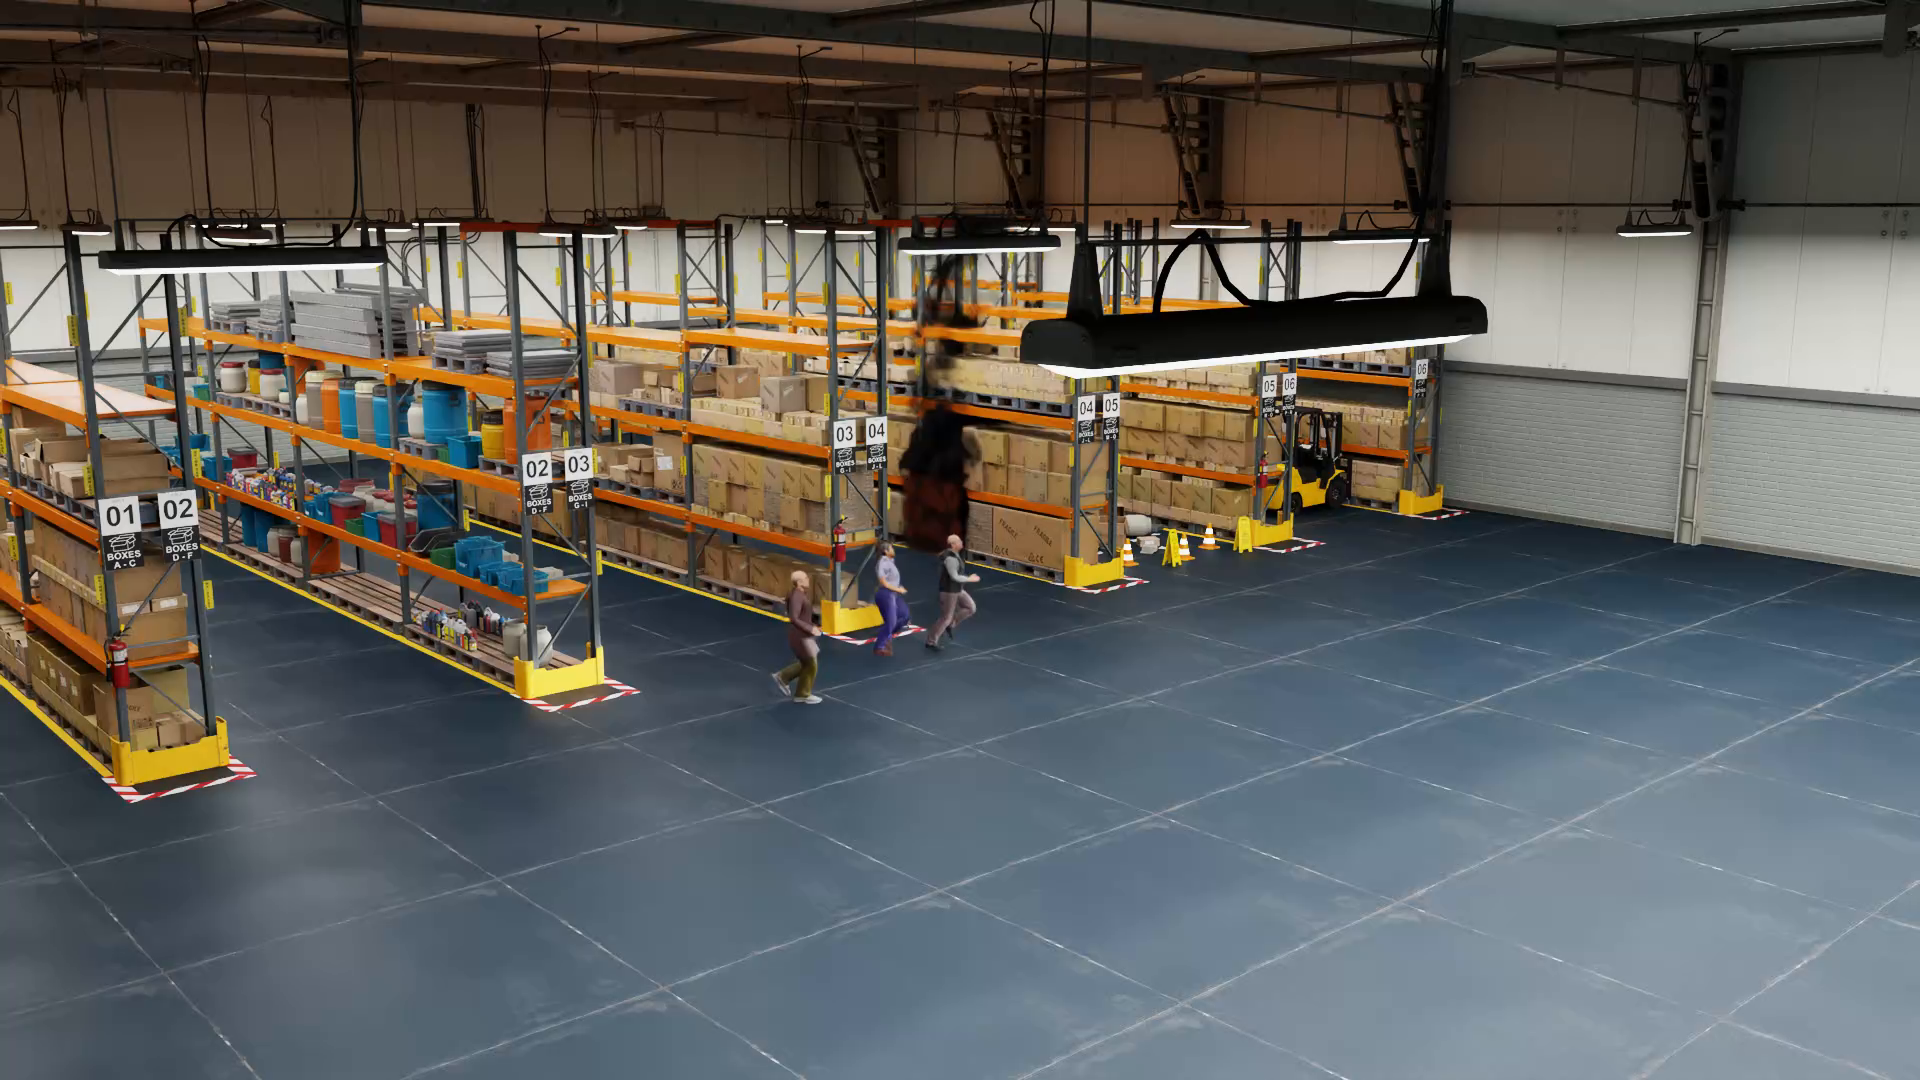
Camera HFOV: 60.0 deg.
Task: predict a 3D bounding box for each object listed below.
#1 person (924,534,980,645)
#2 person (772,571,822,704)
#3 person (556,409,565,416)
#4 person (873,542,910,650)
[{"bbox_3d":[-0.104,0.698,23.895,0.803,1.605,0.678,1,11,5],"label":"person"},{"bbox_3d":[-2.097,1.250,21.284,0.639,1.746,0.721,-2,12,-7],"label":"person"},{"bbox_3d":[-9.192,-2.181,38.391,0.624,1.684,0.837,-3,12,-17],"label":"person"},{"bbox_3d":[-0.977,0.782,23.761,0.525,1.527,0.625,1,11,4],"label":"person"}]
